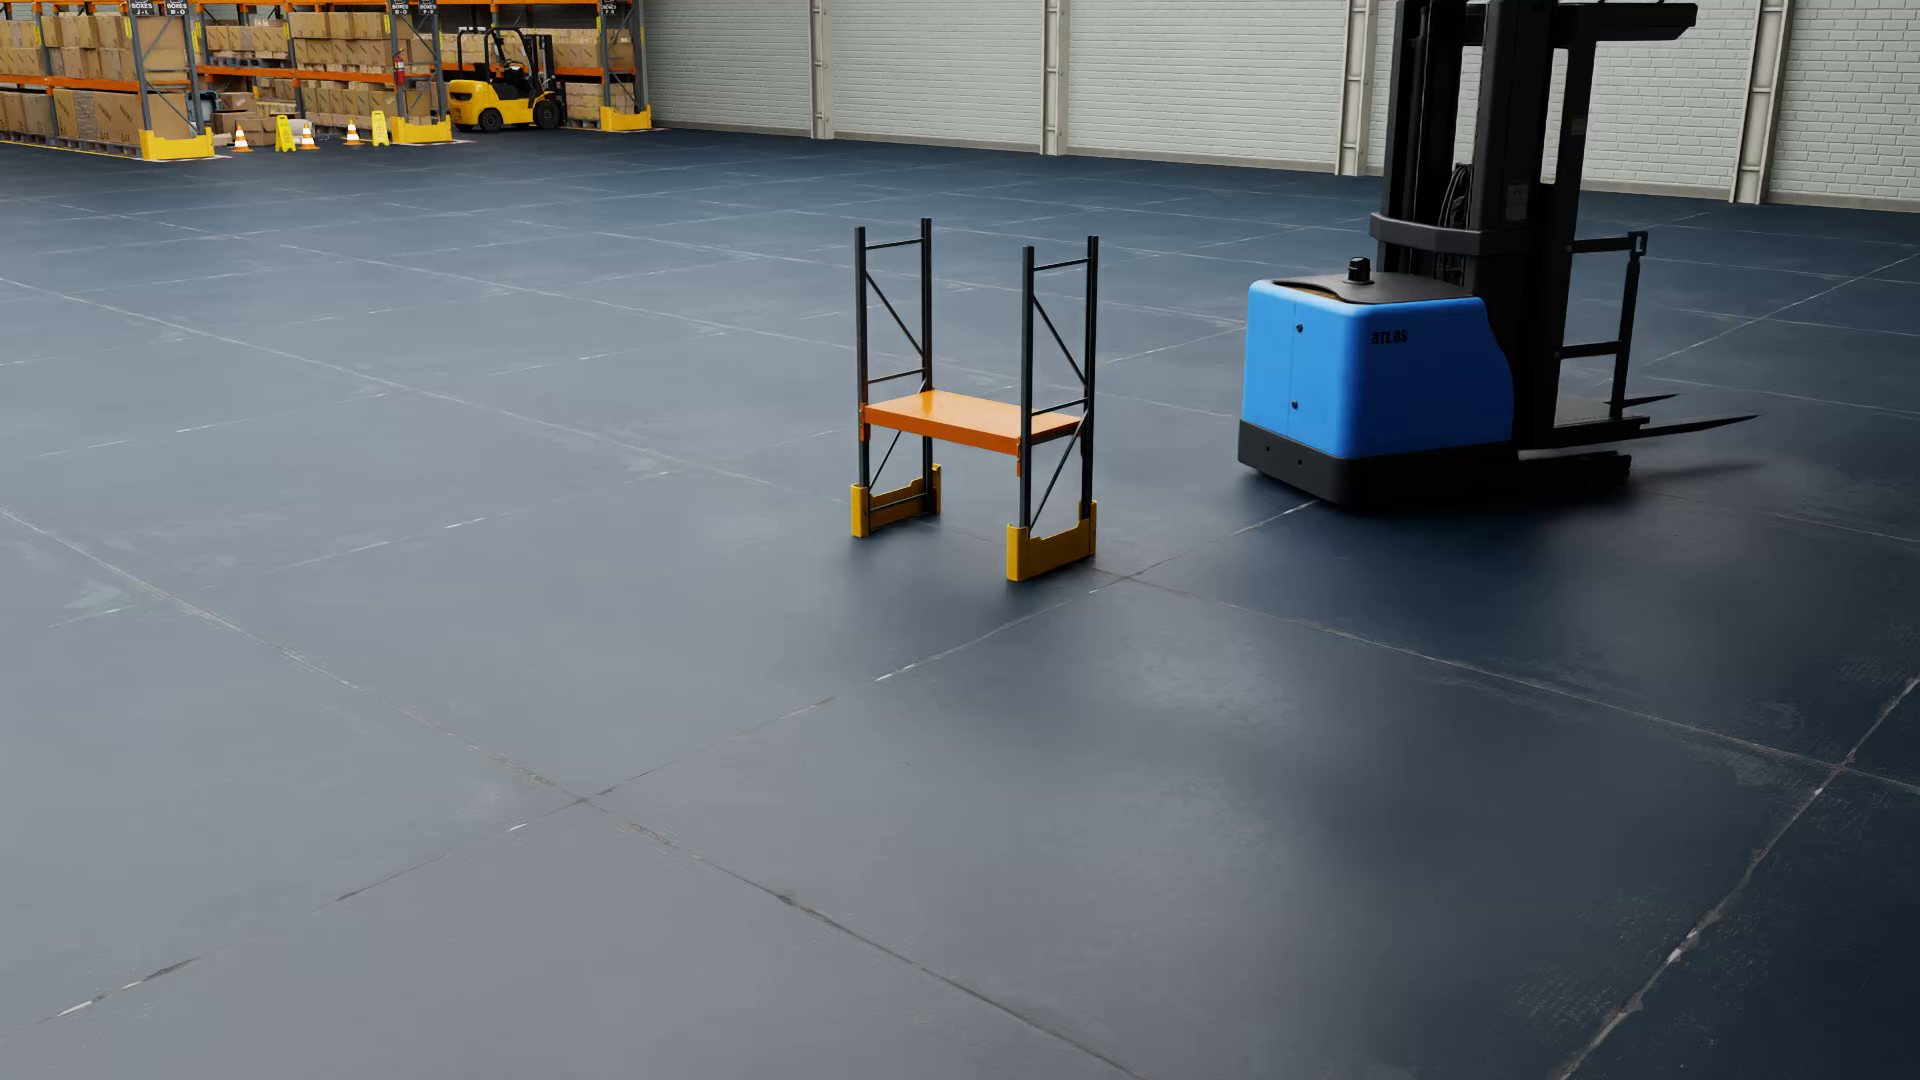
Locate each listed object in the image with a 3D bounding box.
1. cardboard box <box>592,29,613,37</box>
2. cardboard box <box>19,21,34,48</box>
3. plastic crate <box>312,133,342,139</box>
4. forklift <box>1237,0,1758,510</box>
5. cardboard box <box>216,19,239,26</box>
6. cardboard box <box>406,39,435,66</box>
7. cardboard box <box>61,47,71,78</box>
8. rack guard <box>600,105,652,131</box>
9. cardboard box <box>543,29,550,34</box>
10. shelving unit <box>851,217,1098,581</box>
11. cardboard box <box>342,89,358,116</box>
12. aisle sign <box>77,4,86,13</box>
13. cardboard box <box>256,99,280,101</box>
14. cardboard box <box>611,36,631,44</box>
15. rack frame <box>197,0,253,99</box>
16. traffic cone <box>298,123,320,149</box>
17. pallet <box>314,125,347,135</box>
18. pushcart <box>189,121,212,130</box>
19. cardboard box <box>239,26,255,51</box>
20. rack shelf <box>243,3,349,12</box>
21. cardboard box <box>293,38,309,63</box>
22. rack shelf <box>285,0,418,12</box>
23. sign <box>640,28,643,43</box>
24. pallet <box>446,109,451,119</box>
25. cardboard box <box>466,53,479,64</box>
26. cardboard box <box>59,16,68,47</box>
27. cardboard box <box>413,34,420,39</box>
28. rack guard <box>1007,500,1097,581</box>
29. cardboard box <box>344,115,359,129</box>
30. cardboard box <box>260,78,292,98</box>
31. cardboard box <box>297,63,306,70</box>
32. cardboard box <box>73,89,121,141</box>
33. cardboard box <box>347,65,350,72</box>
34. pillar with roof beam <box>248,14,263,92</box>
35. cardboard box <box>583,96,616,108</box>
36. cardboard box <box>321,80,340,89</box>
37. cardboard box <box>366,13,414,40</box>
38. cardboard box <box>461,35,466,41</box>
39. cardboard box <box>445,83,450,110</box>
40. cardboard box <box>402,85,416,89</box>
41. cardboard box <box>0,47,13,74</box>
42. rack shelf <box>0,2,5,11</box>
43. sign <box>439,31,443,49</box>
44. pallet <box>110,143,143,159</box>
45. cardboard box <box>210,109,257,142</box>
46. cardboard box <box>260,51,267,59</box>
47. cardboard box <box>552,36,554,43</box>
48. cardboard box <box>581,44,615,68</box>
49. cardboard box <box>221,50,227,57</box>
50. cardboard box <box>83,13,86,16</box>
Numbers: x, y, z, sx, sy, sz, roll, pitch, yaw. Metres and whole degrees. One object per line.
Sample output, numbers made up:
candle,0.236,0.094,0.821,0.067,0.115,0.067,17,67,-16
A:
cardboard box,-7.764,-11.003,36.093,0.250,0.149,0.380,15,23,39
cardboard box,-17.612,-9.744,32.039,0.500,0.500,0.700,15,23,38
plastic crate,-13.010,-8.267,34.028,0.583,0.080,0.402,7,19,21
forklift,3.112,-1.822,9.006,3.031,2.935,1.130,-7,19,-22
cardboard box,-16.839,-11.641,38.015,0.500,0.500,0.500,14,22,37
cardboard box,-10.819,-9.703,33.071,0.500,0.500,0.500,15,23,38
cardboard box,-16.140,-8.914,30.992,0.550,0.550,0.875,15,23,39
rack guard,-7.339,-9.284,36.537,0.348,0.500,1.175,15,23,39
cardboard box,-9.093,-11.364,37.230,0.250,0.149,0.380,15,23,39
shelving unit,0.057,-0.700,7.837,1.083,1.500,0.587,15,23,39
cardboard box,-12.186,-8.912,33.845,0.500,0.500,0.500,14,23,38
aisle sign,-22.464,-13.892,42.629,0.004,0.787,0.394,15,23,39
cardboard box,-15.659,-9.648,37.203,0.625,0.372,0.950,14,23,38
cardboard box,-7.438,-10.963,36.461,0.250,0.149,0.380,14,23,38
rack frame,-16.632,-10.962,37.695,0.127,3.000,1.000,15,23,39
traffic cone,-12.309,-7.622,31.363,0.334,0.463,0.336,15,23,39
pallet,-13.115,-8.703,35.186,1.213,0.211,1.003,15,23,39
pushcart,-15.116,-8.383,33.904,0.936,0.377,1.648,7,19,21
cardboard box,-15.284,-10.899,36.144,0.500,0.500,0.500,14,22,37
rack shelf,-17.828,-14.378,44.687,4.000,0.370,1.077,15,23,39
cardboard box,-13.496,-10.197,34.627,0.500,0.500,0.500,15,23,39
rack shelf,-12.144,-10.844,33.554,4.000,0.370,1.077,15,23,39
sign,-6.984,-11.055,36.423,0.005,0.325,0.100,15,23,39
pallet,-11.842,-10.338,40.337,1.213,0.211,1.003,15,23,39
cardboard box,-11.279,-11.353,39.174,0.500,0.250,0.500,15,23,39
cardboard box,-16.109,-9.439,30.862,0.550,0.550,0.875,15,23,39
cardboard box,-13.097,-12.259,40.543,0.250,0.149,0.380,16,23,40
rack guard,0.430,-0.004,7.711,0.087,0.250,0.587,15,23,39
cardboard box,-12.209,-8.557,33.966,0.500,0.250,0.500,14,22,37
cardboard box,-18.929,-12.558,46.157,0.637,0.503,0.797,14,22,37
cardboard box,-13.618,-9.904,34.774,0.250,0.149,0.380,15,23,39
cardboard box,-15.750,-7.884,30.814,0.875,0.875,0.875,15,23,40
cardboard box,-12.201,-9.574,33.737,0.250,0.149,0.380,15,23,39
pillar with roof beam,-23.600,-16.323,44.669,0.400,9.000,9.100,15,23,39
cardboard box,-7.928,-9.635,36.536,0.500,0.250,0.500,15,23,39
cardboard box,-12.939,-9.394,34.294,0.250,0.149,0.380,16,24,41
cardboard box,-11.176,-10.075,32.590,0.500,0.500,0.700,14,23,38
cardboard box,-11.543,-11.856,39.275,0.250,0.149,0.380,14,23,38
cardboard box,-11.885,-10.761,40.294,0.625,0.625,0.875,14,22,37
cardboard box,-13.799,-11.131,41.665,0.500,0.500,0.500,16,24,41
cardboard box,-18.555,-9.415,32.655,0.500,0.500,0.500,15,23,39
rack shelf,-21.338,-11.310,35.022,4.000,0.370,1.077,15,23,39
sign,-10.289,-9.891,32.889,0.005,0.325,0.100,15,23,39
pallet,-14.509,-7.029,29.913,1.213,0.211,1.003,15,23,39
cardboard box,-14.348,-8.197,32.883,0.503,0.637,0.797,15,23,39
cardboard box,-14.804,-10.431,35.743,0.250,0.149,0.380,15,23,40
cardboard box,-8.905,-11.165,37.097,0.250,0.149,0.380,15,23,39
cardboard box,-7.899,-10.567,36.283,0.500,0.500,0.500,14,23,38
cardboard box,-16.149,-10.806,36.922,0.250,0.149,0.380,13,22,36
cardboard box,-21.402,-12.947,41.059,0.250,0.149,0.380,14,23,38
